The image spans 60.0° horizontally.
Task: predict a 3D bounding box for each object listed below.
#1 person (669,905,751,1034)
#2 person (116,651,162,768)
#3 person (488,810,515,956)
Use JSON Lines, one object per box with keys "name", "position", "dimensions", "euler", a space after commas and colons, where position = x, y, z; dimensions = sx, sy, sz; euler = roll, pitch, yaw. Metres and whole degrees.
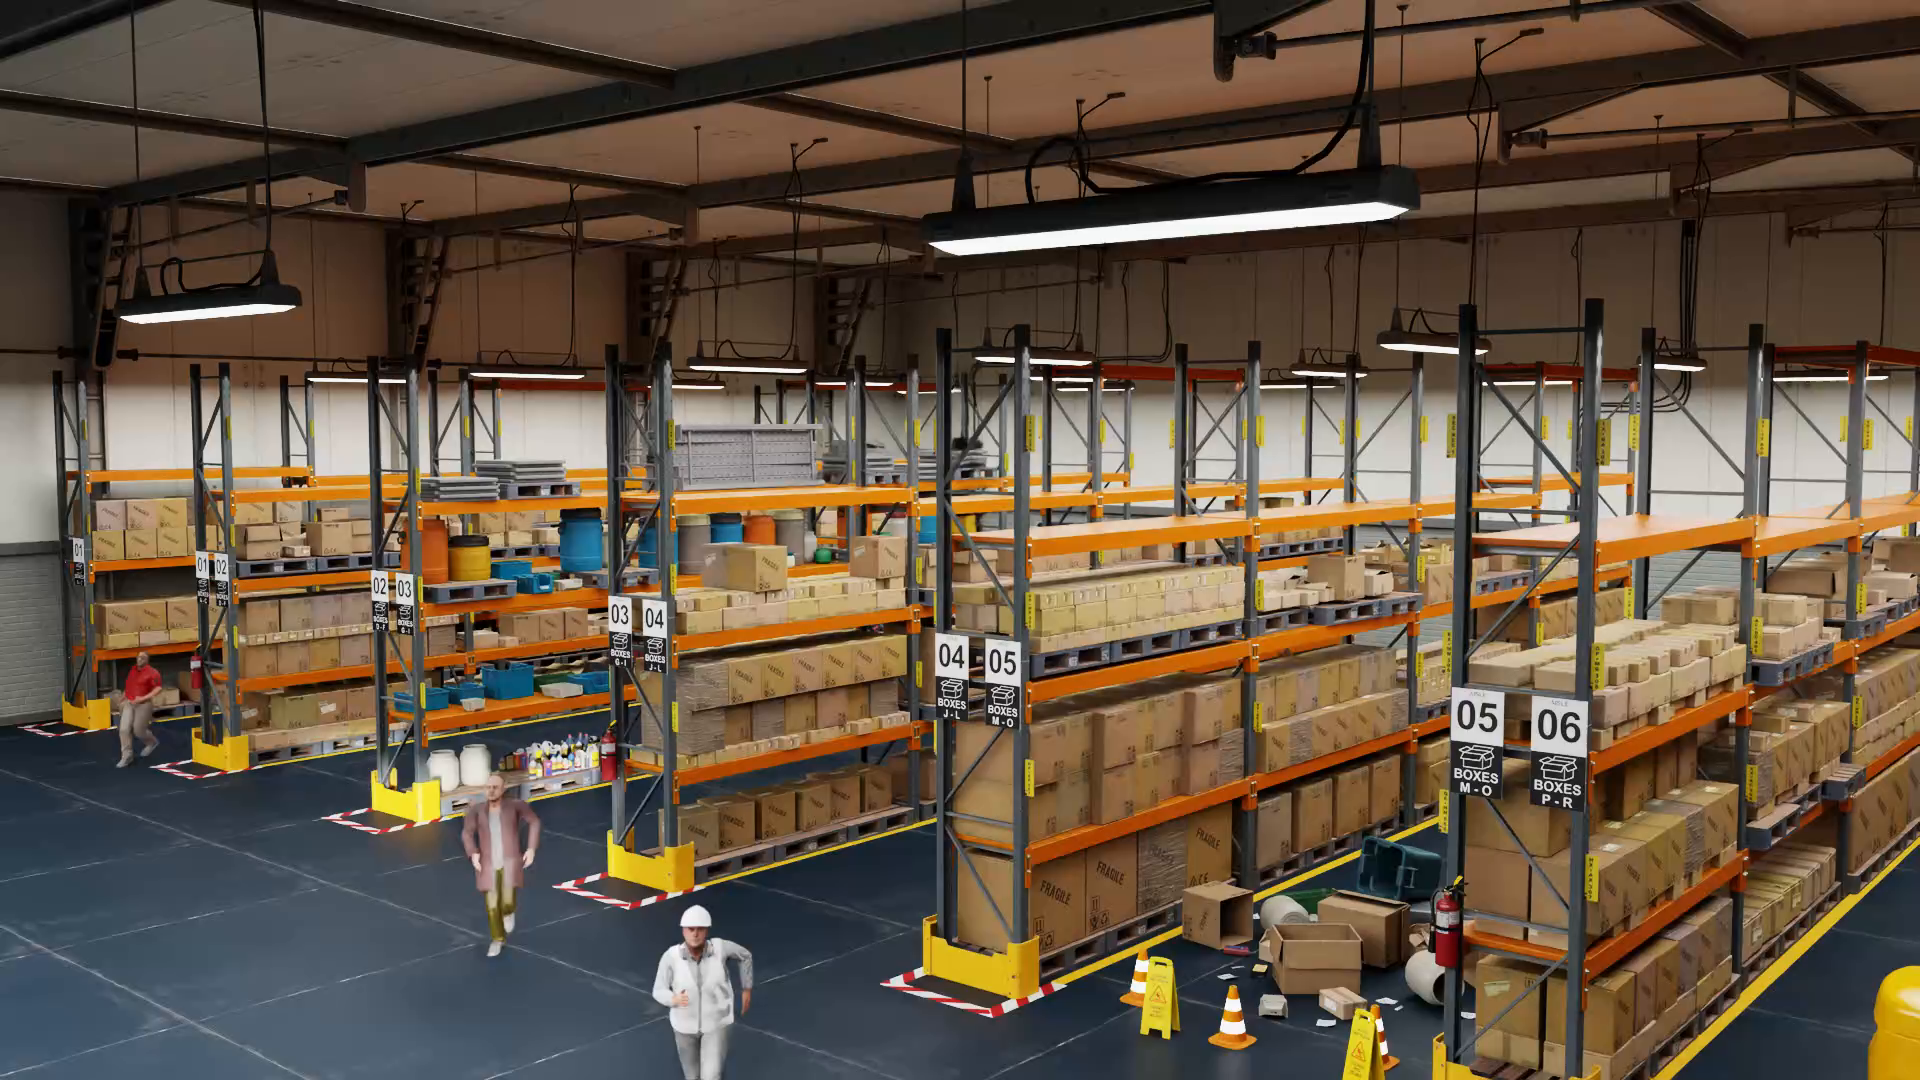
{"name": "person", "position": [-1.768, 3.436, 11.755], "dimensions": [0.566, 1.782, 0.821], "euler": [0, 4, -4]}
{"name": "person", "position": [-12.317, 2.522, 25.051], "dimensions": [0.691, 1.720, 0.781], "euler": [1, 4, 10]}
{"name": "person", "position": [-4.478, 3.259, 16.226], "dimensions": [0.644, 1.502, 0.505], "euler": [0, 4, -6]}
